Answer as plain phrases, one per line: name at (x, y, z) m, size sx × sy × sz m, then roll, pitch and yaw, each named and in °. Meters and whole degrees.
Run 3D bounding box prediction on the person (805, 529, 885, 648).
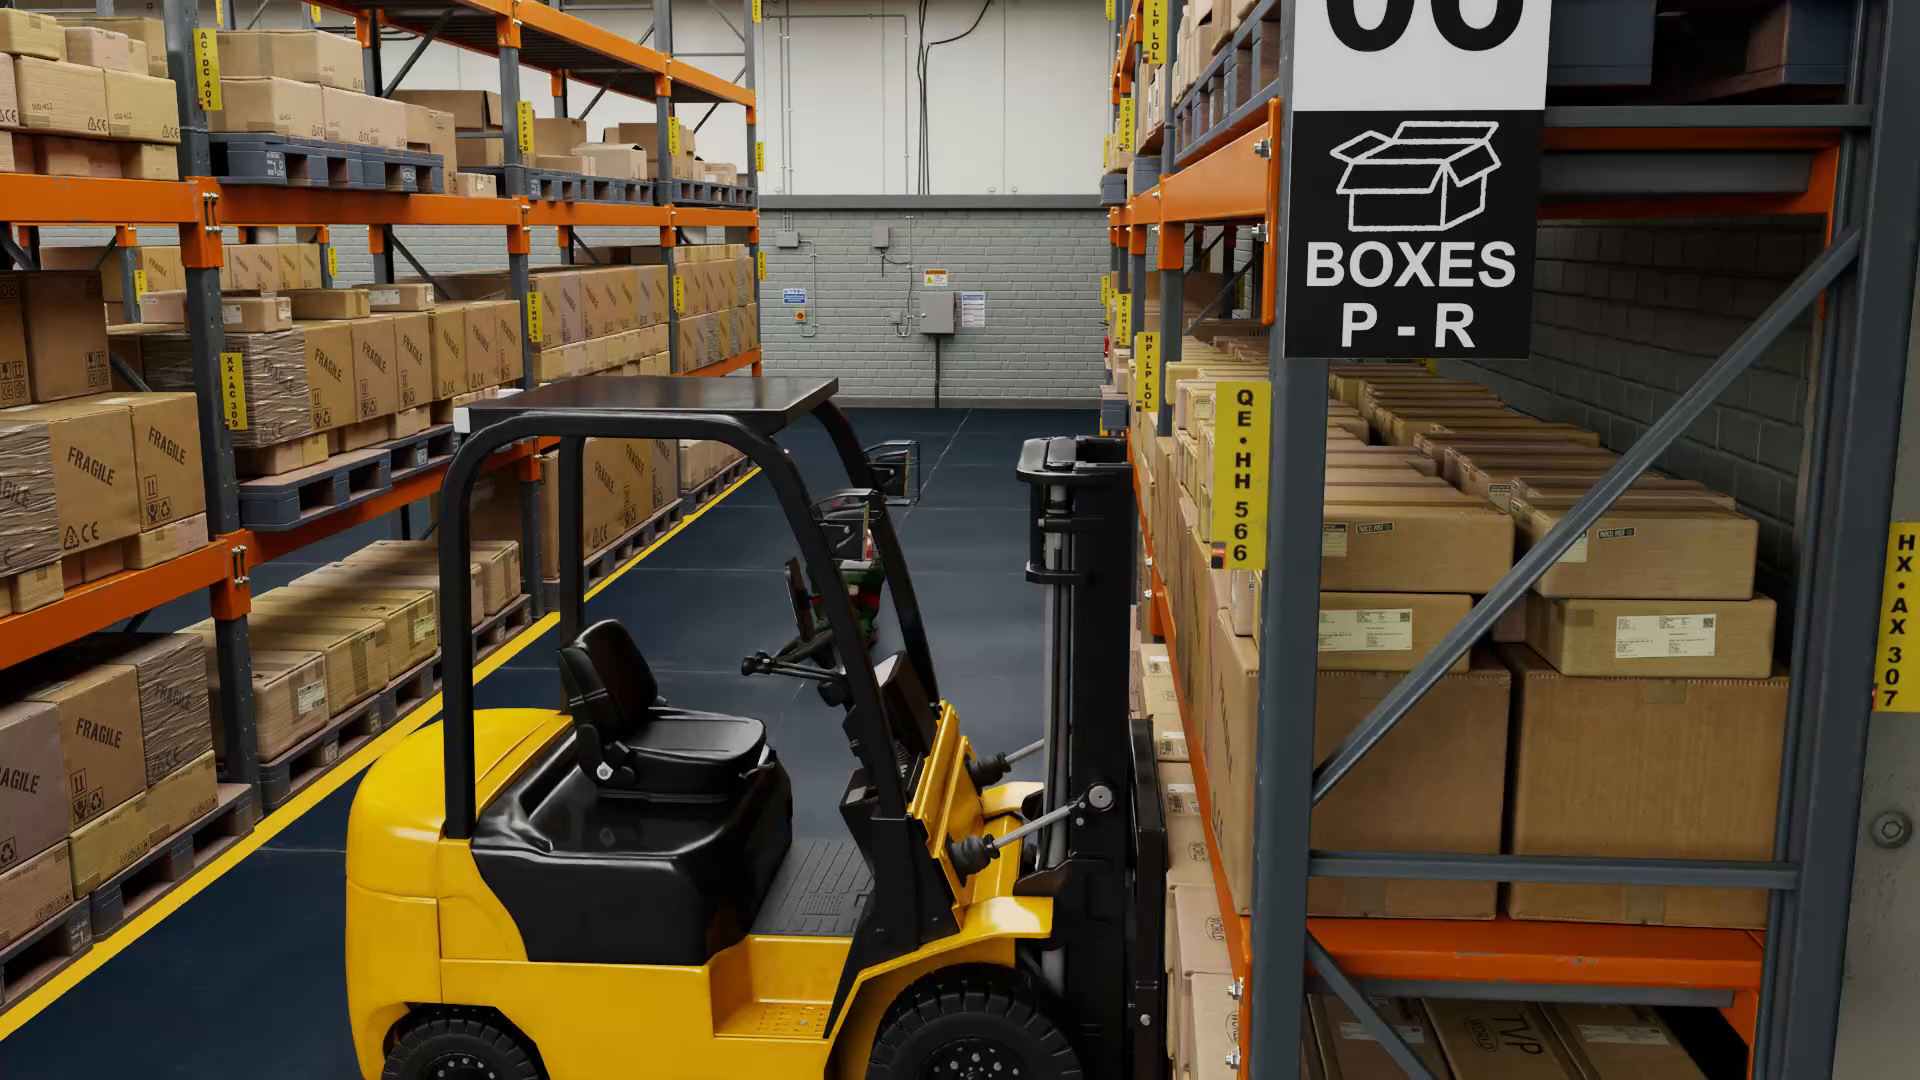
person at (-0.735, 0.257, 10.725) m, size 0.519 × 0.831 × 0.966 m, roll 0°, pitch 11°, yaw 2°
